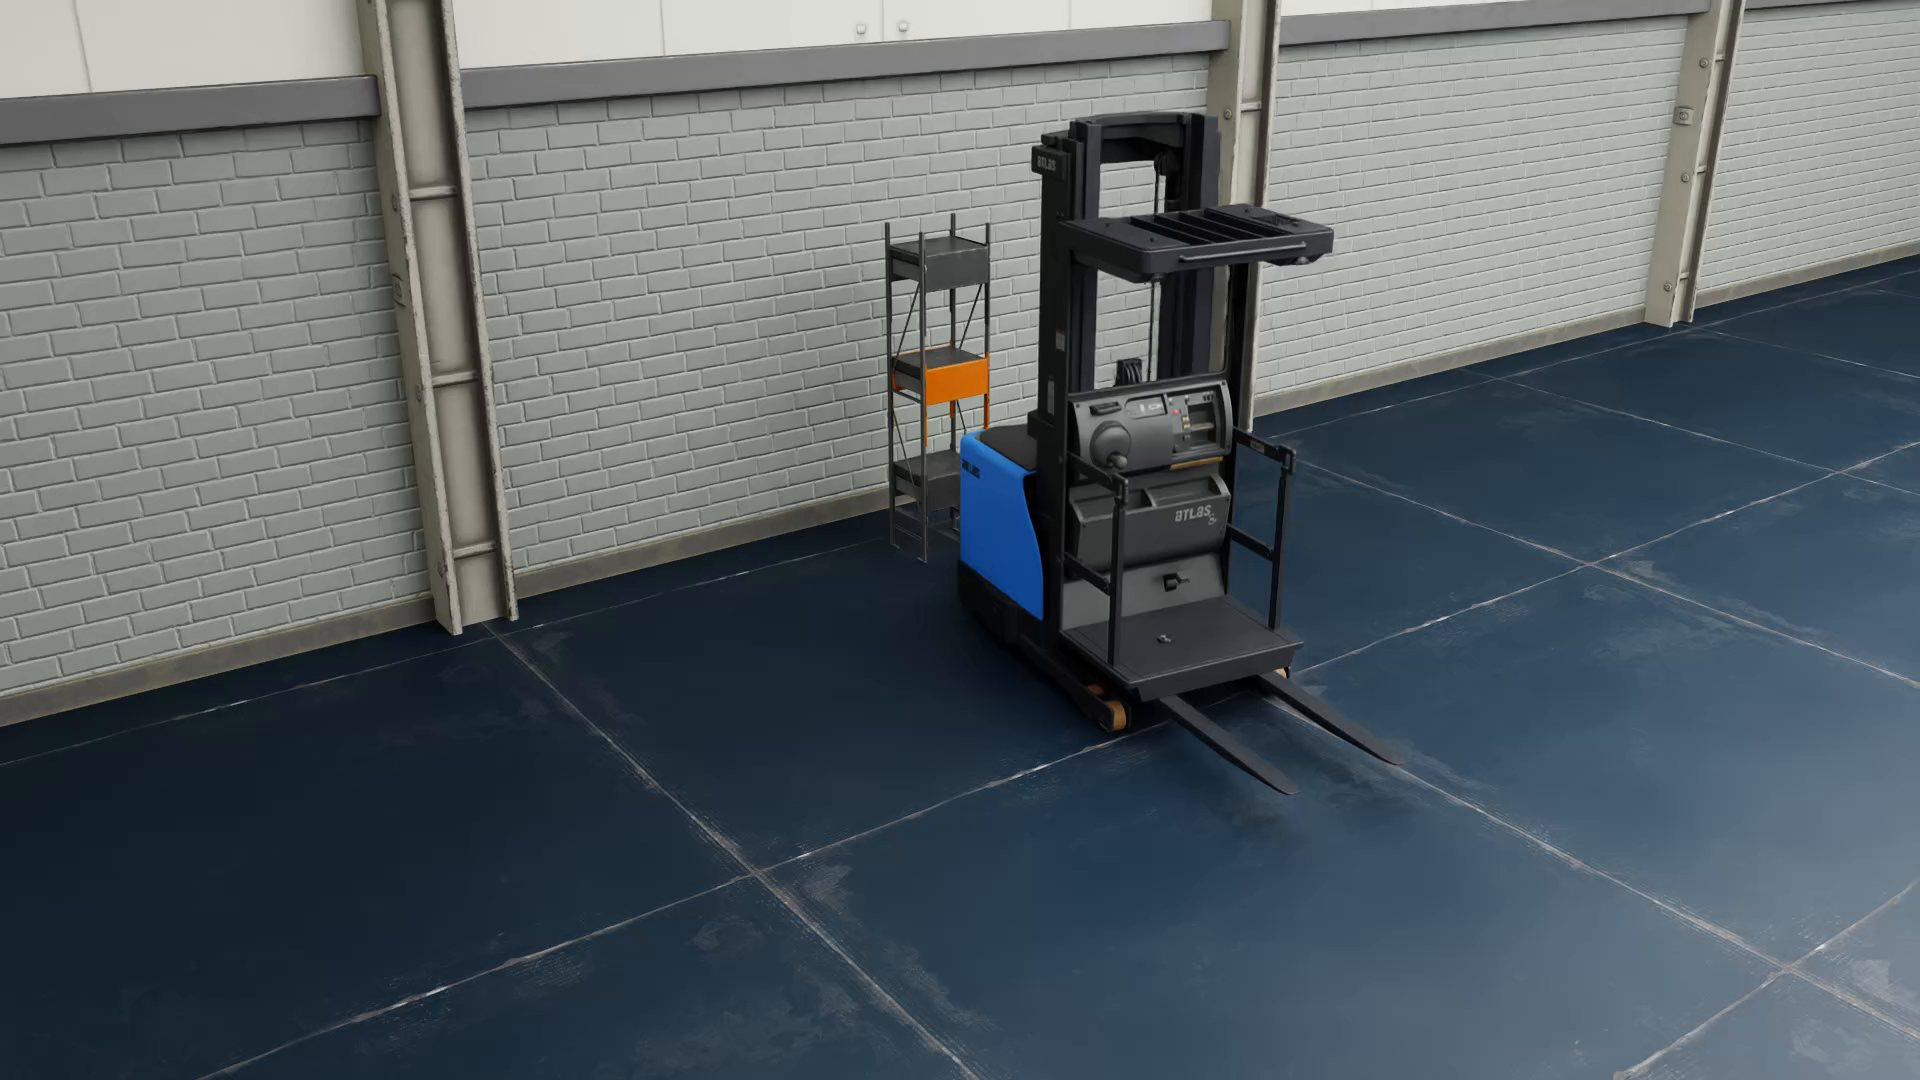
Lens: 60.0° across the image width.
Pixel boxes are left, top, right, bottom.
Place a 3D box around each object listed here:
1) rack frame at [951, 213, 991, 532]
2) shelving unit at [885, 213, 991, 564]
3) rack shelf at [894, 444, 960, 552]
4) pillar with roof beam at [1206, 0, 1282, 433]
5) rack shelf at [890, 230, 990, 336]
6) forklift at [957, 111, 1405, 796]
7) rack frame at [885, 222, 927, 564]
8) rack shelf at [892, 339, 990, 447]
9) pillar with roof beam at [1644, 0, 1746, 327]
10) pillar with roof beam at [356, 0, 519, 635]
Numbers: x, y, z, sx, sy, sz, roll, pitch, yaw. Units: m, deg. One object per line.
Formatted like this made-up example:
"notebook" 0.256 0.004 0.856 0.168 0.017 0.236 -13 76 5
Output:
"rack frame" 0.064 -0.992 10.550 0.015 2.100 0.400 -15 26 -33
"shelving unit" -0.134 -0.939 10.417 0.503 2.100 0.431 -15 26 -33
"rack shelf" -0.134 -0.277 10.682 0.480 0.518 0.431 -15 26 -33
"pillar with roof beam" 4.552 -3.725 8.090 0.400 9.000 9.100 -15 26 -33
"rack shelf" -0.134 -1.577 10.163 0.480 0.518 0.431 -15 26 -33
"forklift" 1.094 -0.571 8.372 1.130 2.935 3.031 -10 24 -25
"rack frame" -0.332 -0.887 10.285 0.015 2.100 0.400 -15 26 -33
"rack shelf" -0.134 -0.927 10.422 0.480 0.518 0.431 -15 26 -33
"pillar with roof beam" 9.423 -5.024 11.345 0.400 9.000 9.100 -15 26 -33
"pillar with roof beam" -0.318 -2.426 4.835 0.400 9.000 9.100 -15 26 -33
